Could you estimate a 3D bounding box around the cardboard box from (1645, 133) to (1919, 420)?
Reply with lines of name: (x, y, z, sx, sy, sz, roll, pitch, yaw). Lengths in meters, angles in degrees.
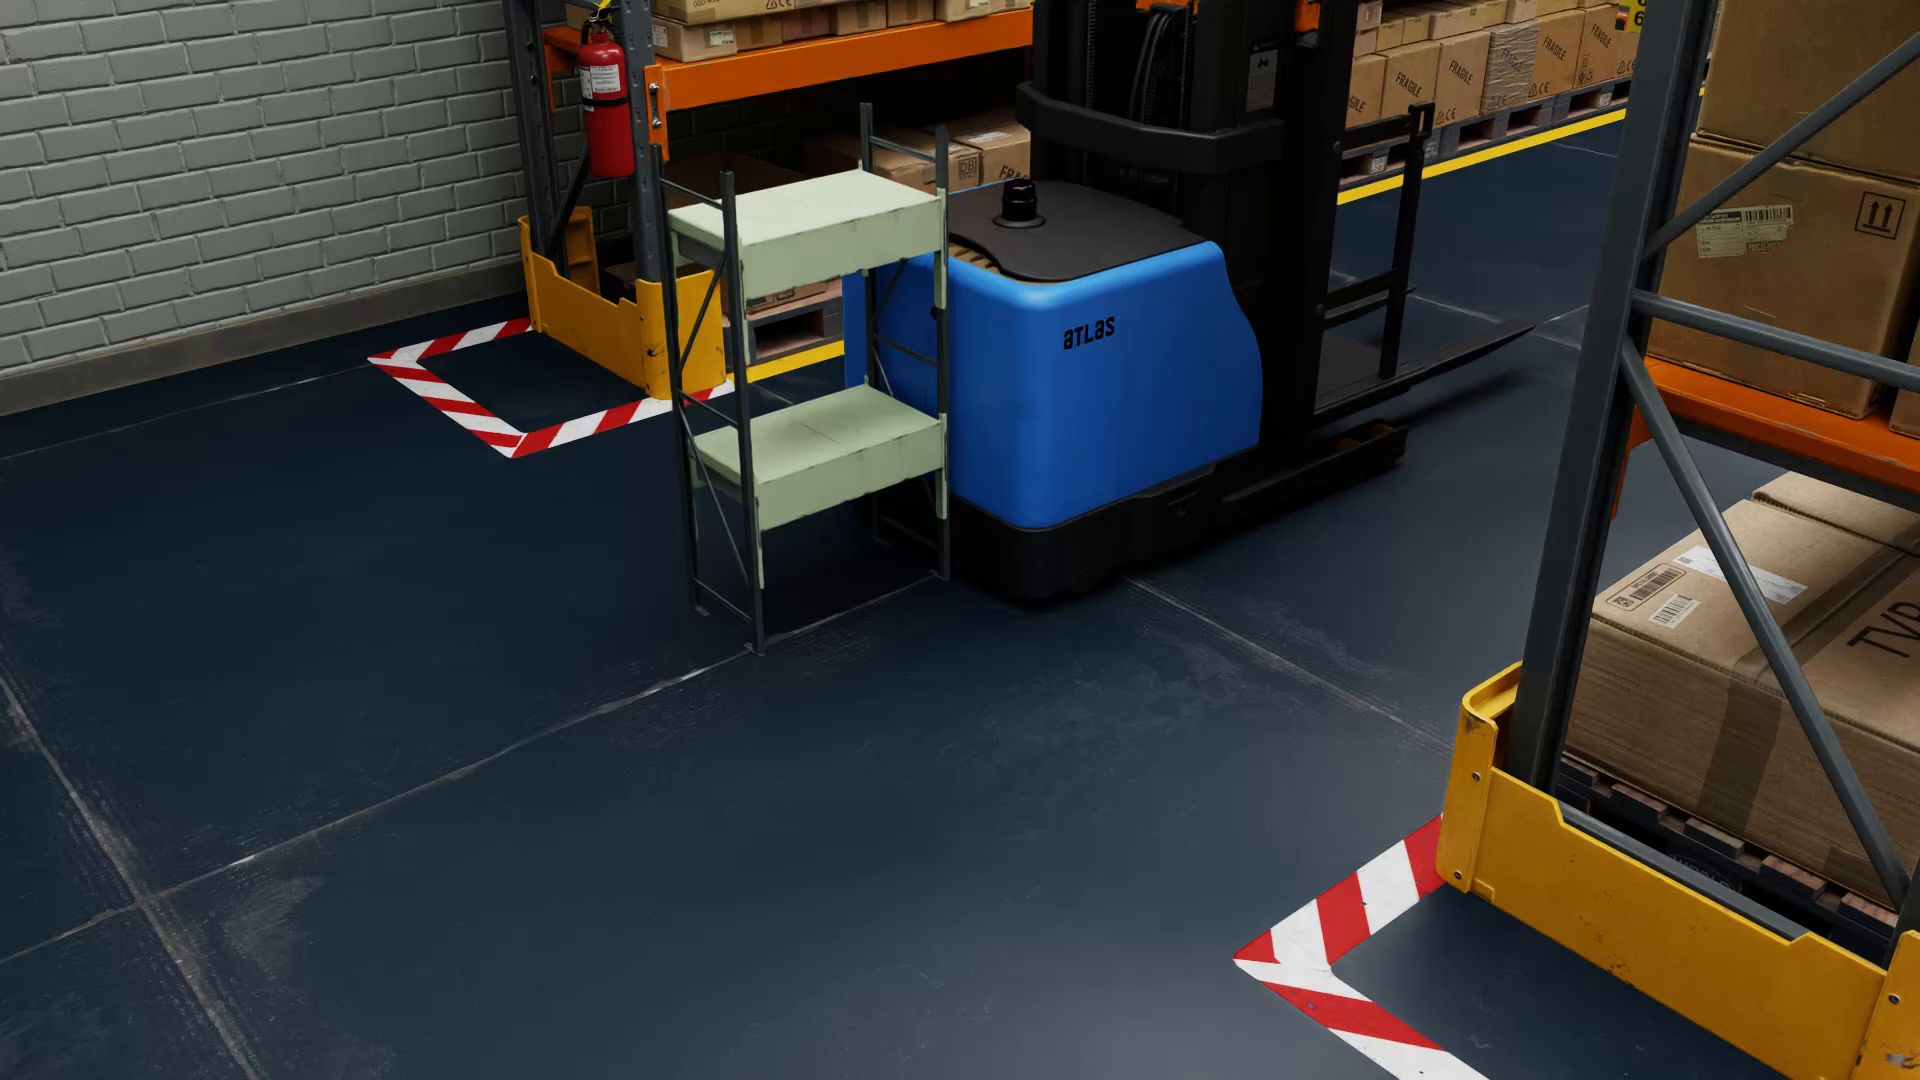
cardboard box: (1.894, -0.630, 3.641, 0.500, 0.500, 0.500, -22, 35, -35)

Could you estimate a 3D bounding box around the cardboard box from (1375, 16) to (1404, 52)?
cardboard box: (2.311, -2.924, 9.558, 0.250, 0.149, 0.380, -24, 36, -37)

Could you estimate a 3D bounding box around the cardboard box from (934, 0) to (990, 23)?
cardboard box: (-0.085, -2.390, 7.306, 0.250, 0.149, 0.380, -23, 36, -36)

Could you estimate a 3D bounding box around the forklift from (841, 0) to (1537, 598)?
forklift: (1.047, -1.671, 5.768, 3.031, 2.935, 1.130, -21, 35, -34)

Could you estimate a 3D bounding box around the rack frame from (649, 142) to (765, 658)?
rack frame: (-0.732, -0.376, 4.862, 0.023, 1.500, 0.400, -21, 35, -34)

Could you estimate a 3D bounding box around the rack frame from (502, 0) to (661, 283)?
rack frame: (-1.525, -2.122, 6.539, 0.127, 3.000, 1.000, -22, 35, -35)

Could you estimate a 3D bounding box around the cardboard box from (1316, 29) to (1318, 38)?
cardboard box: (1.924, -2.882, 9.163, 0.250, 0.149, 0.380, -23, 35, -36)

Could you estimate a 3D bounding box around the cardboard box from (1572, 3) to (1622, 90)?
cardboard box: (3.991, -3.297, 10.943, 0.500, 0.500, 0.500, -23, 35, -36)

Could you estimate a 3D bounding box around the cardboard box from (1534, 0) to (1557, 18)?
cardboard box: (3.513, -3.396, 10.441, 0.250, 0.149, 0.380, -23, 35, -36)

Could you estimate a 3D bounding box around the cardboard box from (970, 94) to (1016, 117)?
cardboard box: (0.467, -1.923, 8.373, 0.500, 0.500, 0.700, -23, 36, -37)

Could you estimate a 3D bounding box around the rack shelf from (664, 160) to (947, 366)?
rack shelf: (-0.450, -0.830, 4.884, 0.720, 0.370, 0.431, -21, 35, -34)

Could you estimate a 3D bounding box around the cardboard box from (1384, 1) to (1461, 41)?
cardboard box: (2.726, -3.076, 9.842, 0.250, 0.149, 0.380, -22, 35, -35)

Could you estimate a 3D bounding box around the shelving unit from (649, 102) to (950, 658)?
shelving unit: (-0.450, -0.486, 5.068, 0.755, 1.500, 0.431, -21, 35, -34)

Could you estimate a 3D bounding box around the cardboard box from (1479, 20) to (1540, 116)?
cardboard box: (3.211, -2.970, 10.332, 0.500, 0.500, 0.500, -23, 36, -37)

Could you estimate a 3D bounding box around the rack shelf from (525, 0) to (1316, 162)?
rack shelf: (-0.004, -2.417, 7.853, 4.000, 0.370, 1.077, -22, 35, -35)

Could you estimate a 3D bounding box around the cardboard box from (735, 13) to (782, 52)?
cardboard box: (-0.934, -2.108, 6.779, 0.250, 0.149, 0.380, -21, 35, -34)

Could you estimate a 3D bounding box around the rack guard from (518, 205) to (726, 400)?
rack guard: (-1.468, -1.043, 7.172, 0.348, 0.500, 1.175, -22, 35, -35)

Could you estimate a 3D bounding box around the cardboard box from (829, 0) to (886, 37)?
cardboard box: (-0.524, -2.256, 7.056, 0.250, 0.149, 0.380, -21, 34, -33)

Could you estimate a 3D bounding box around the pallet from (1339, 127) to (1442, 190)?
pallet: (2.112, -2.379, 9.977, 1.213, 0.211, 1.003, -22, 35, -35)

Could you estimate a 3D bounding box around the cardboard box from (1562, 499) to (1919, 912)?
cardboard box: (2.136, 0.363, 4.161, 0.875, 0.438, 0.875, -23, 36, -37)

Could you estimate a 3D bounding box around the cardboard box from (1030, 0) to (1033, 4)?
cardboard box: (0.253, -2.581, 7.665, 0.250, 0.149, 0.380, -22, 35, -35)

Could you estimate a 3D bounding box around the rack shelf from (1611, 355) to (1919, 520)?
rack shelf: (3.221, -0.638, 4.525, 4.000, 0.370, 1.077, -22, 35, -35)

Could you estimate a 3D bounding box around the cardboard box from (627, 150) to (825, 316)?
cardboard box: (-0.999, -1.360, 7.315, 0.637, 0.503, 0.797, -24, 36, -37)

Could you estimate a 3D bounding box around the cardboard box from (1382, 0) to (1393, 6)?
cardboard box: (2.409, -3.243, 10.155, 0.250, 0.149, 0.380, -21, 34, -34)

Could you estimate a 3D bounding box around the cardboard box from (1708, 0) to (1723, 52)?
cardboard box: (5.044, -3.893, 11.927, 0.625, 0.625, 0.875, -21, 34, -33)

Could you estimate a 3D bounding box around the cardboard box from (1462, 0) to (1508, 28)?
cardboard box: (3.102, -3.244, 10.156, 0.250, 0.149, 0.380, -22, 35, -35)

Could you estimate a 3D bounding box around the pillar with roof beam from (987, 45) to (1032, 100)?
pillar with roof beam: (3.197, -4.559, 4.732, 0.400, 9.000, 9.100, -22, 35, -35)

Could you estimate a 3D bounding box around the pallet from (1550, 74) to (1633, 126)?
pallet: (3.968, -3.125, 11.374, 1.213, 0.211, 1.003, -22, 35, -35)

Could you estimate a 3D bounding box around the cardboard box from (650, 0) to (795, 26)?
cardboard box: (-1.005, -2.230, 6.583, 0.500, 0.250, 0.500, -22, 35, -35)

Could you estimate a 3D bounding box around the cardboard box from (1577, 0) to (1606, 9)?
cardboard box: (3.933, -3.537, 10.705, 0.250, 0.149, 0.380, -23, 36, -36)

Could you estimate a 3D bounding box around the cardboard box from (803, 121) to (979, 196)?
cardboard box: (-0.323, -1.606, 7.779, 0.500, 0.500, 0.700, -20, 34, -33)

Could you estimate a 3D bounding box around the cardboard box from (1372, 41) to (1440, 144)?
cardboard box: (2.430, -2.663, 9.756, 0.500, 0.500, 0.500, -22, 35, -36)

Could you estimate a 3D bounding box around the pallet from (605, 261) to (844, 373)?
pallet: (-0.862, -1.160, 7.697, 1.213, 0.211, 1.003, -22, 35, -35)

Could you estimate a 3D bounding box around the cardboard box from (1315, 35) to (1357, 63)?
cardboard box: (1.963, -2.729, 9.193, 0.250, 0.149, 0.380, -20, 34, -33)
